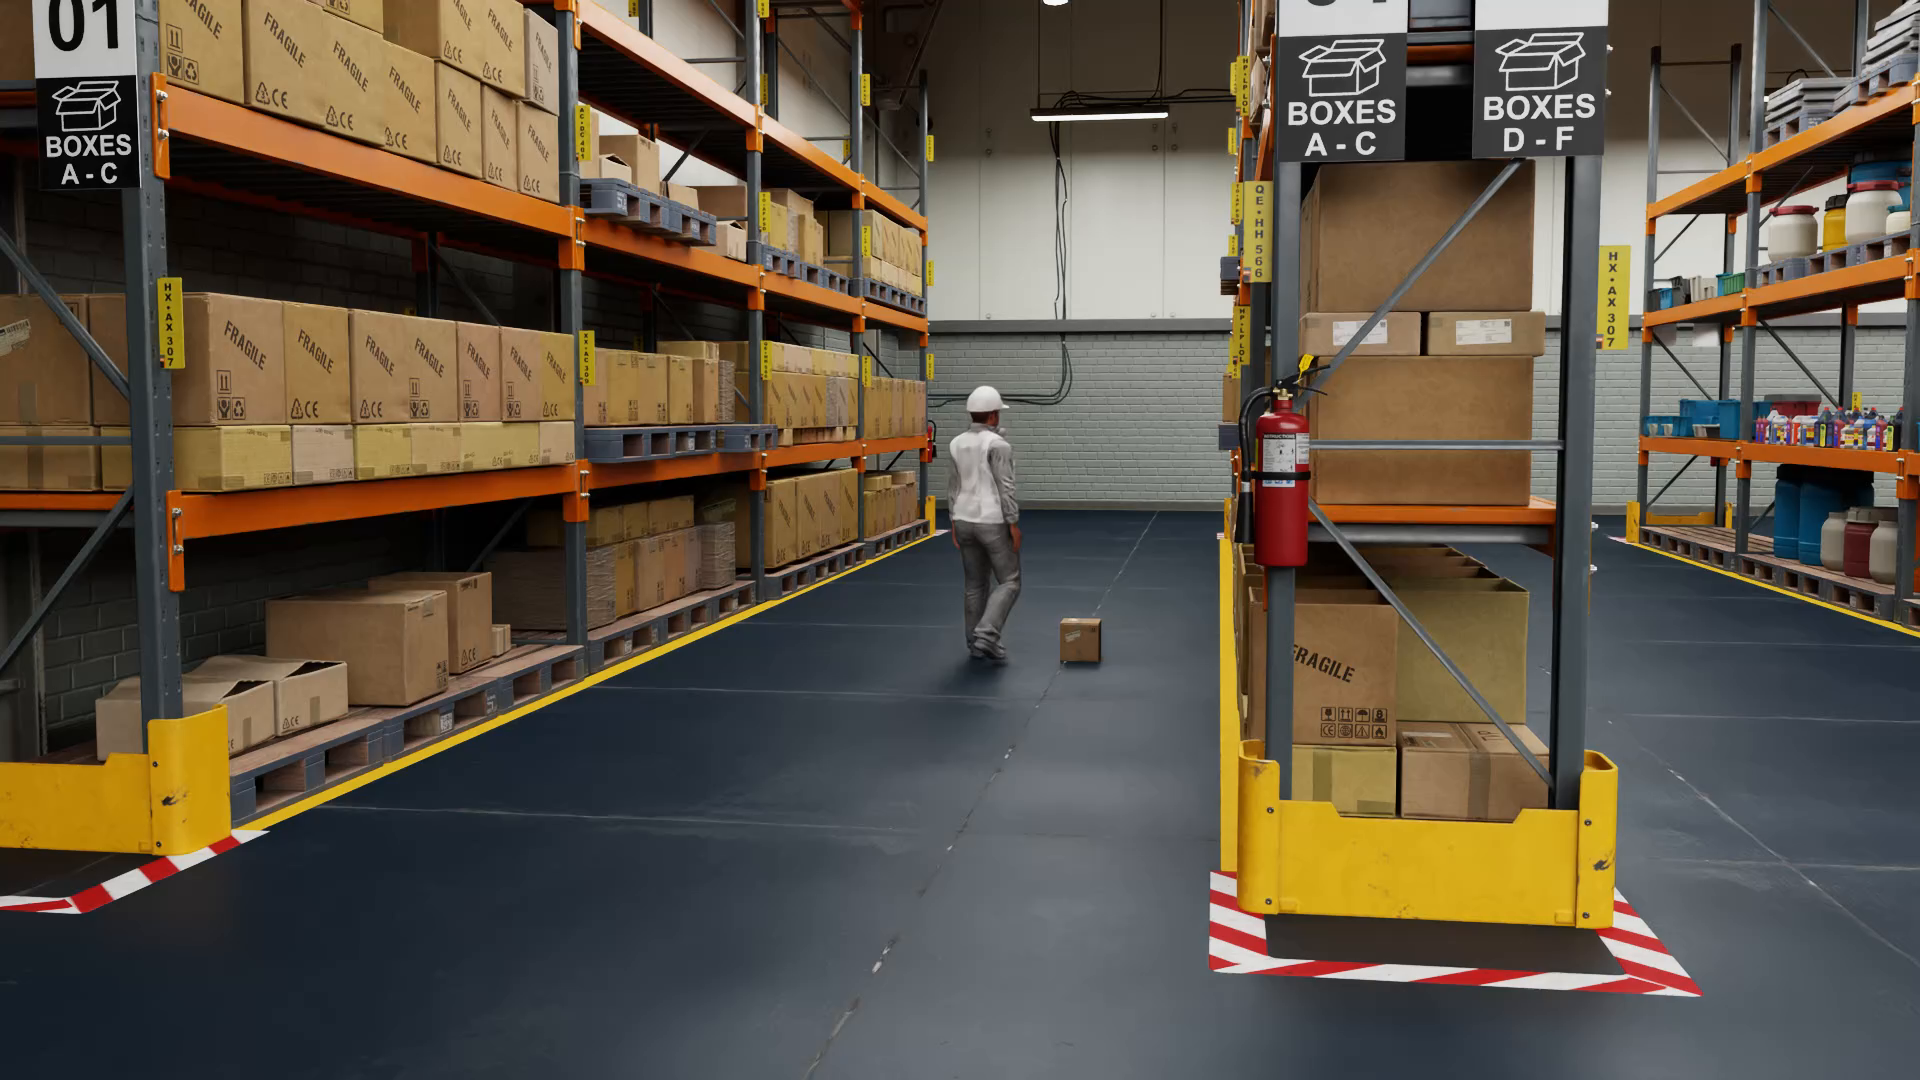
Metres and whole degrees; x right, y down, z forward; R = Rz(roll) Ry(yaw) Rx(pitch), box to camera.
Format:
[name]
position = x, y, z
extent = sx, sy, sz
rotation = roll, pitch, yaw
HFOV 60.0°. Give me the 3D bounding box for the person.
[person]
position = 0.170, -0.106, 10.778
extent = 0.575, 1.773, 0.586
rotation = 4, 6, 44
